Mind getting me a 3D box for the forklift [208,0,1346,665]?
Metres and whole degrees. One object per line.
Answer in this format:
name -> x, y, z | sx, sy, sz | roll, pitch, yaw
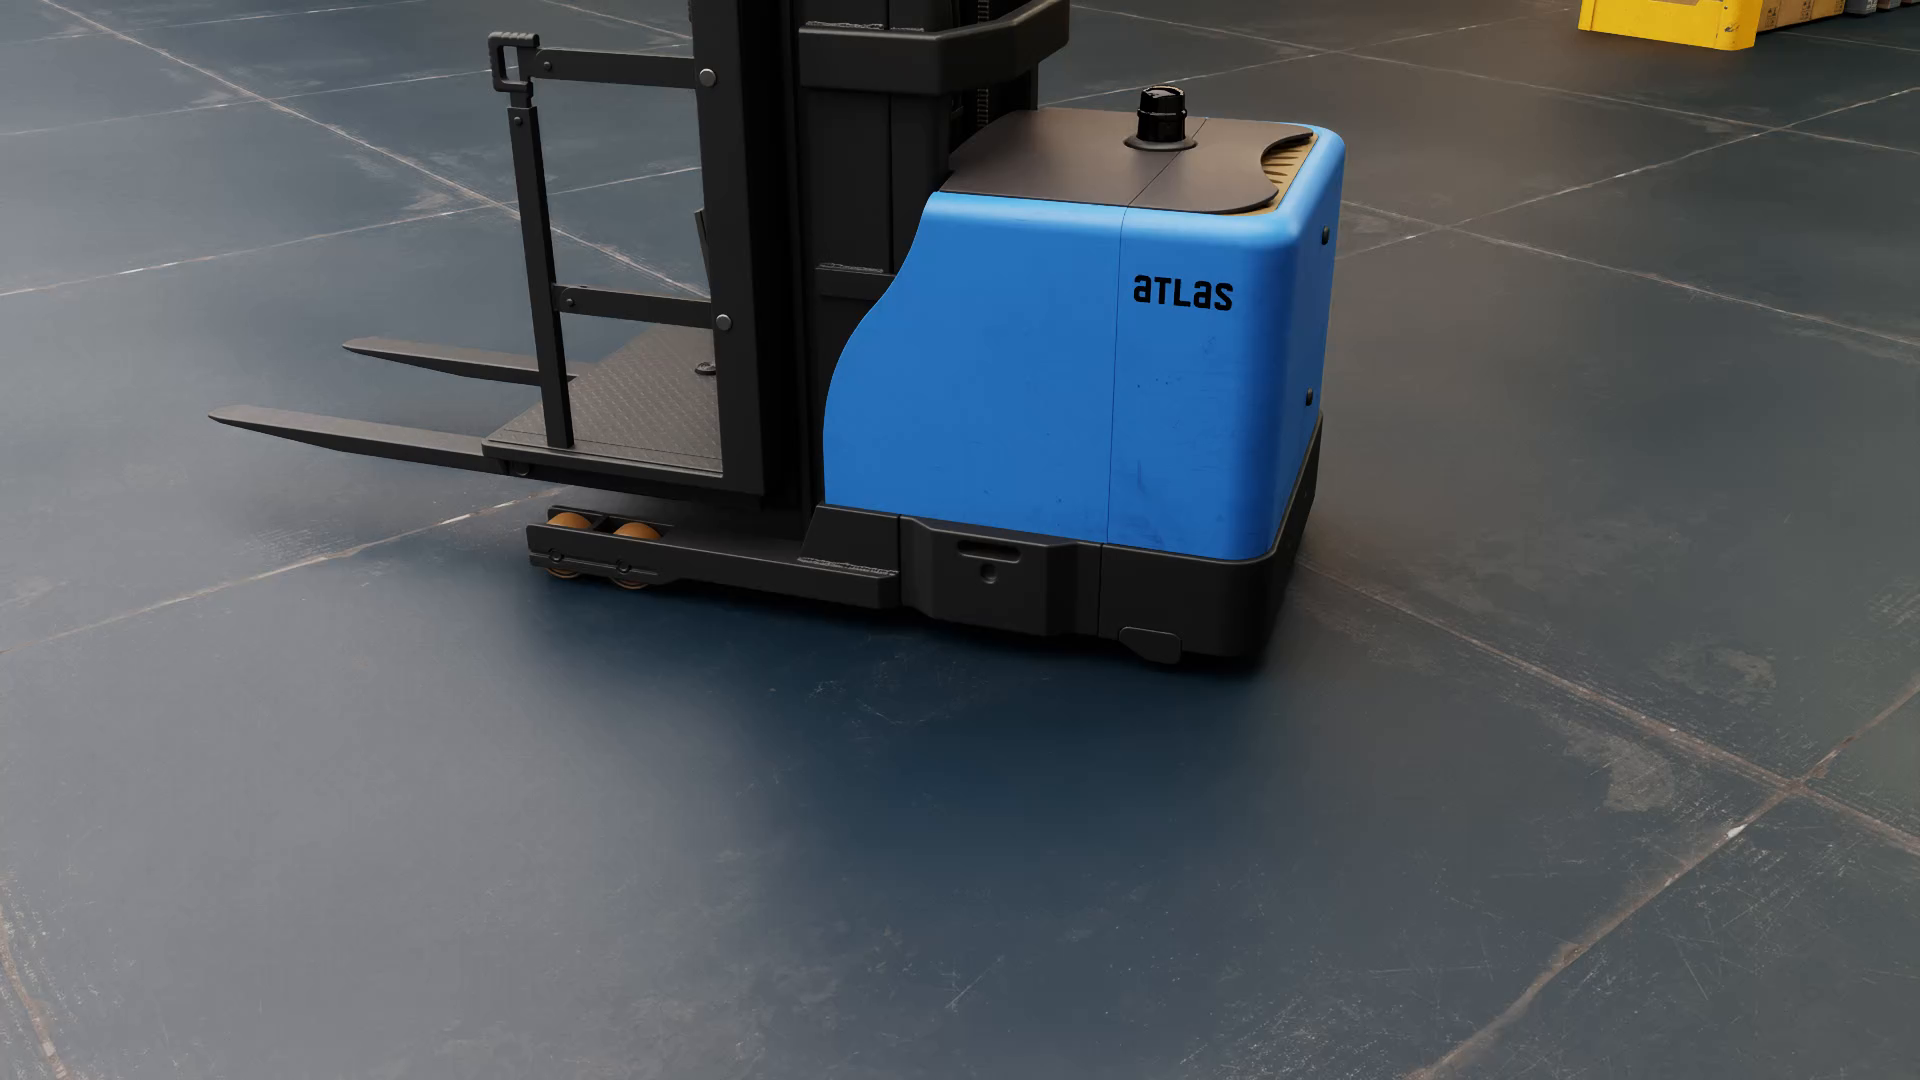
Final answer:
forklift -> -0.594, -1.400, 4.024 | 3.031, 2.935, 1.130 | 8, 28, 16
